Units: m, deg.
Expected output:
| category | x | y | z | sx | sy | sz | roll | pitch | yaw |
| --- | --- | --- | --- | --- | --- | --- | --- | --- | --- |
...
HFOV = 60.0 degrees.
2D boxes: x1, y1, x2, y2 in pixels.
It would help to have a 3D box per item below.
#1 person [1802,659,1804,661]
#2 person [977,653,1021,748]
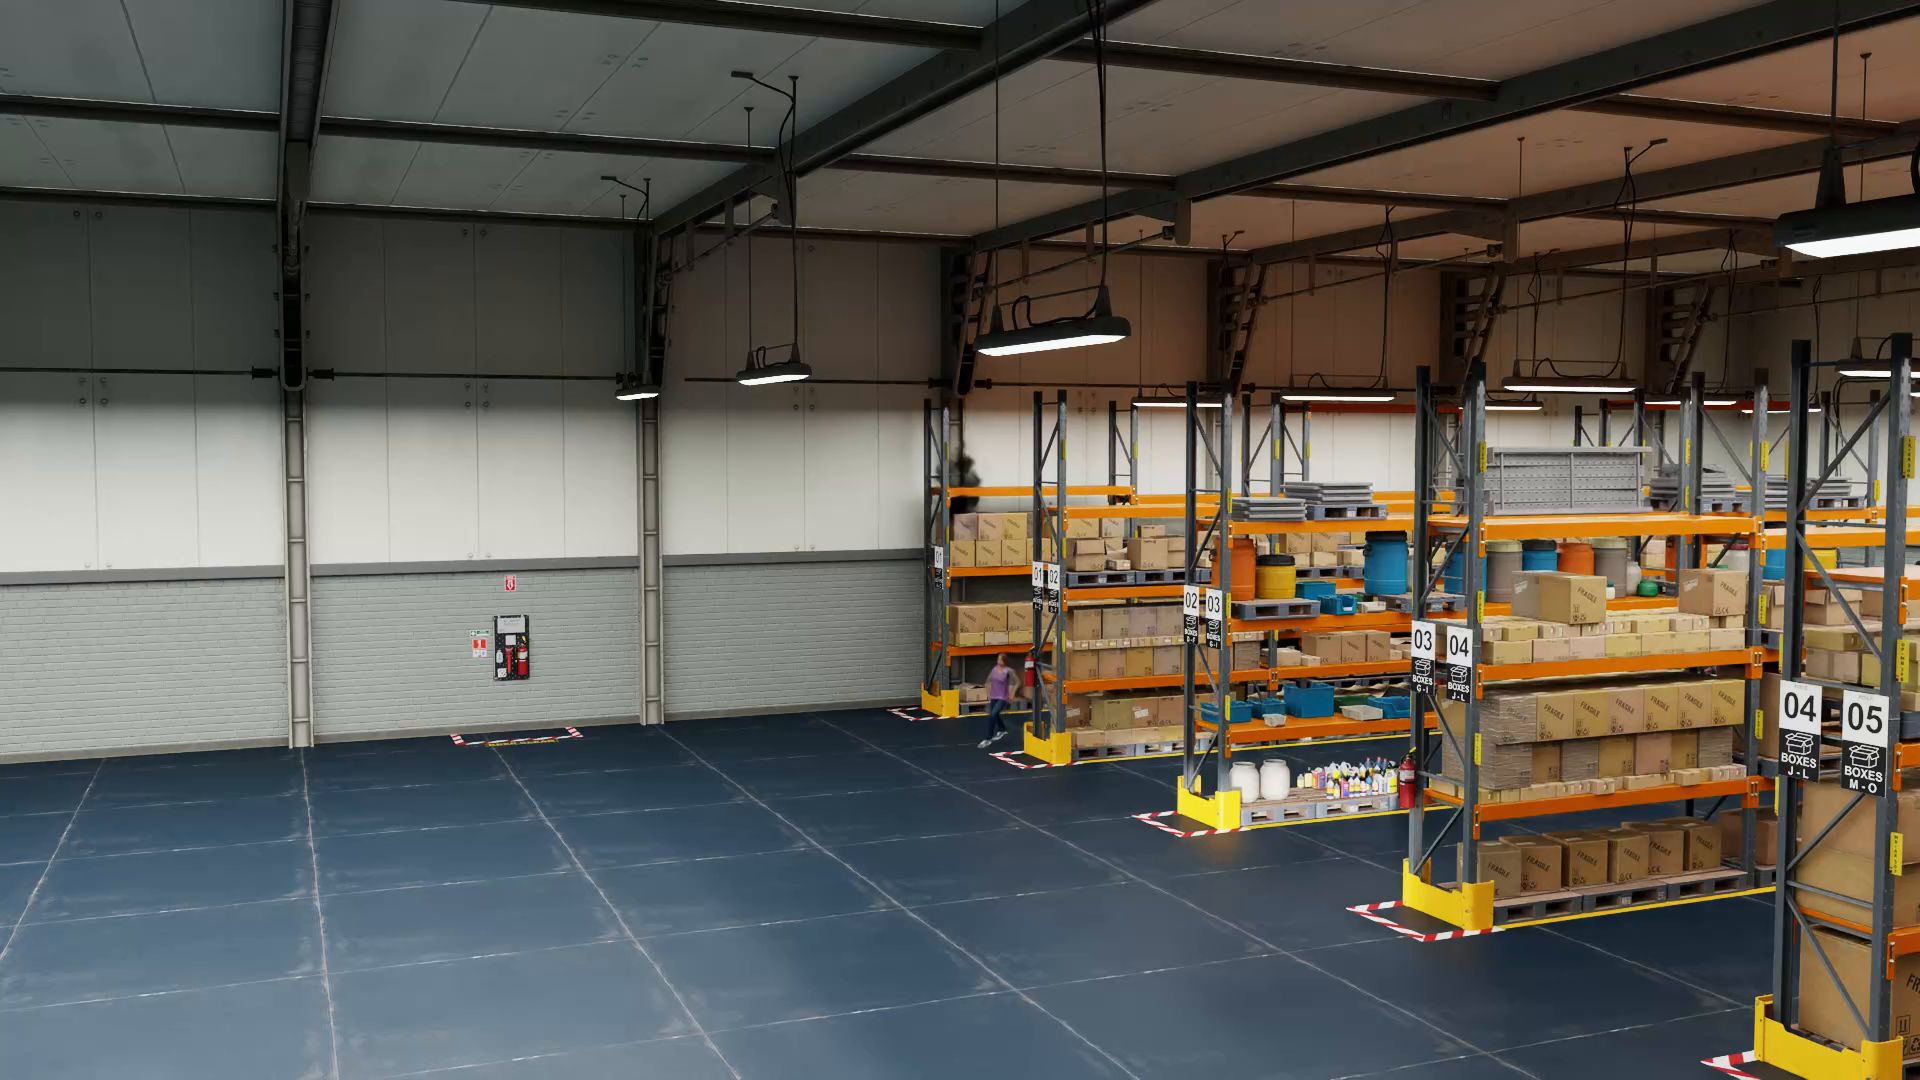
| category | x | y | z | sx | sy | sz | roll | pitch | yaw |
| --- | --- | --- | --- | --- | --- | --- | --- | --- | --- |
| person | 15.918 | 2.460 | 31.165 | 0.793 | 1.764 | 0.674 | -2 | 4 | -35 |
| person | 0.668 | 2.707 | 28.215 | 0.609 | 1.593 | 0.817 | 3 | 5 | 42 |
